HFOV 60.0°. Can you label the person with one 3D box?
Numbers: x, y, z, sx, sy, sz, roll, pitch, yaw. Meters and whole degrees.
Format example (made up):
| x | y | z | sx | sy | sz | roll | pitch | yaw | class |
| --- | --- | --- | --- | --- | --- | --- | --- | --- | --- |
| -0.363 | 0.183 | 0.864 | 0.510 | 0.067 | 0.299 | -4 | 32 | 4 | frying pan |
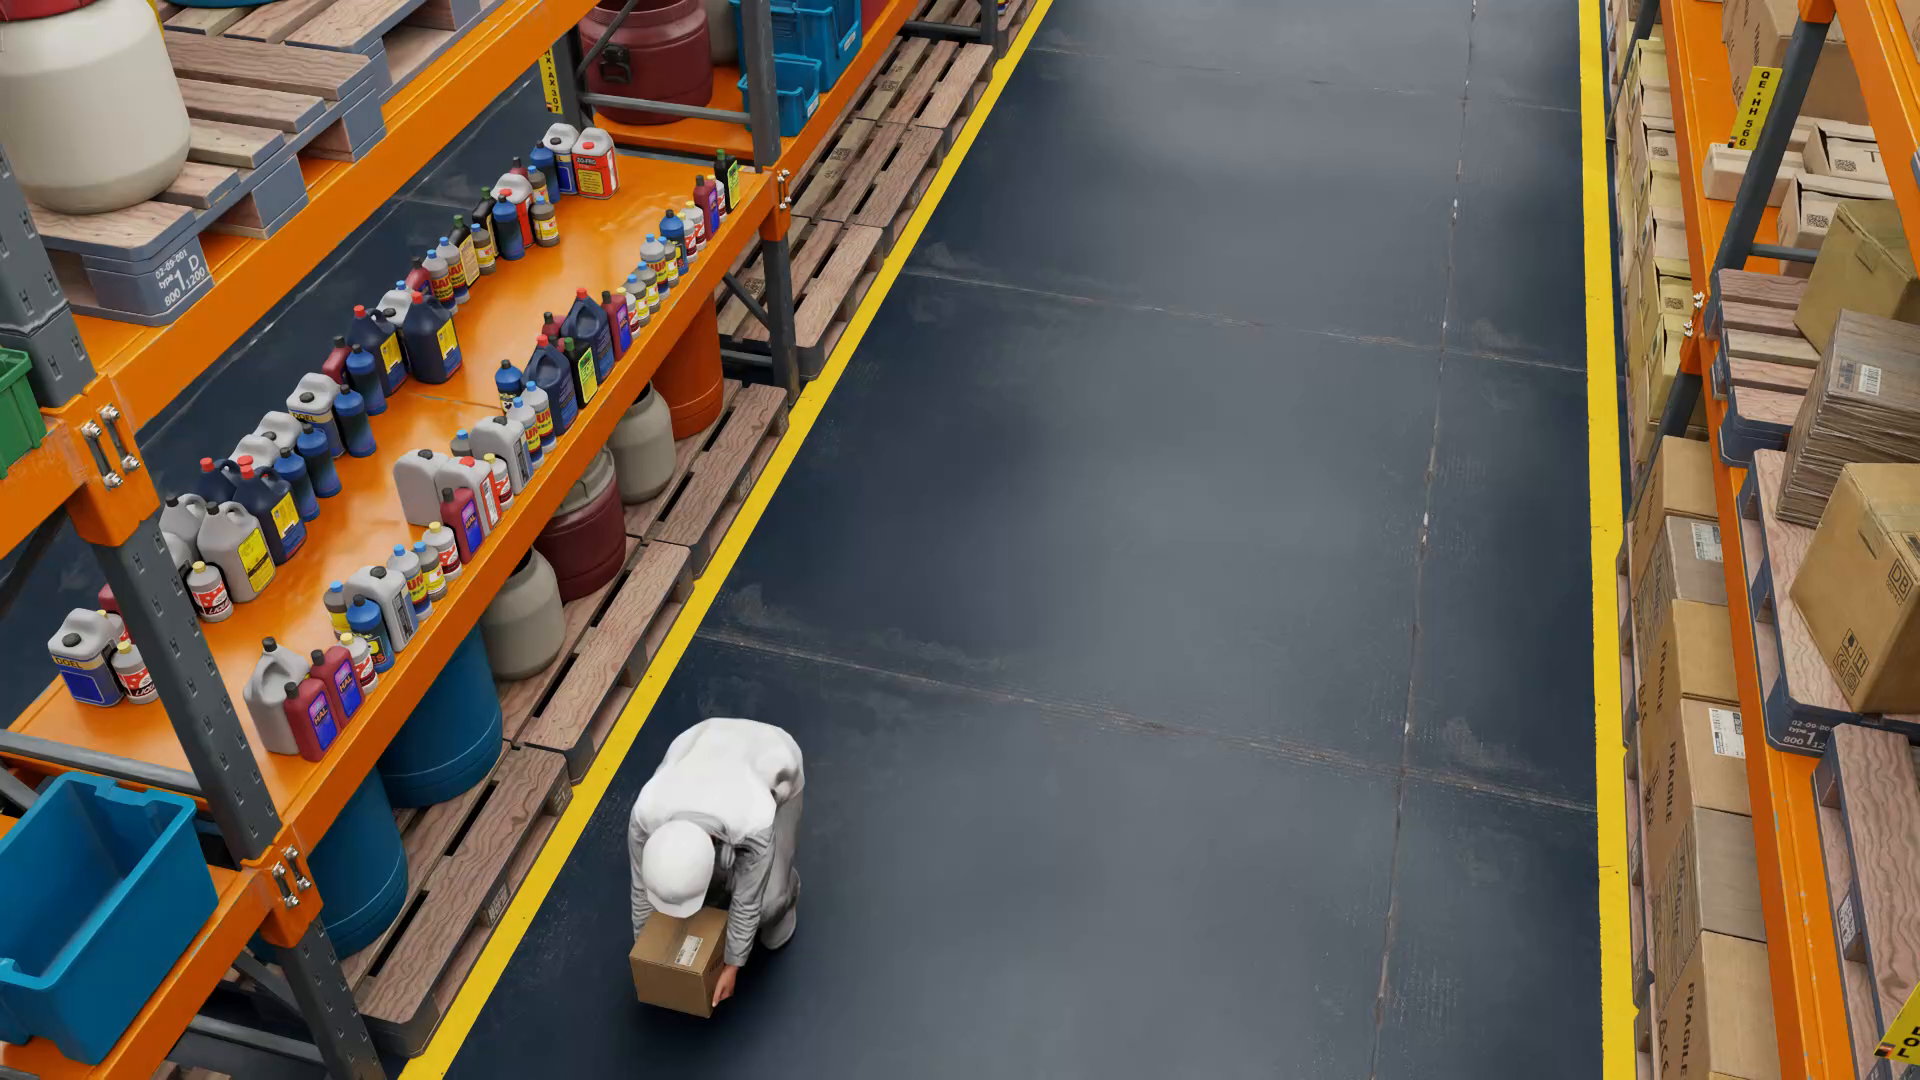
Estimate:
| x | y | z | sx | sy | sz | roll | pitch | yaw | class |
| --- | --- | --- | --- | --- | --- | --- | --- | --- | --- |
| -0.802 | 1.040 | 5.528 | 0.501 | 1.002 | 0.930 | 9 | 42 | 10 | person |
